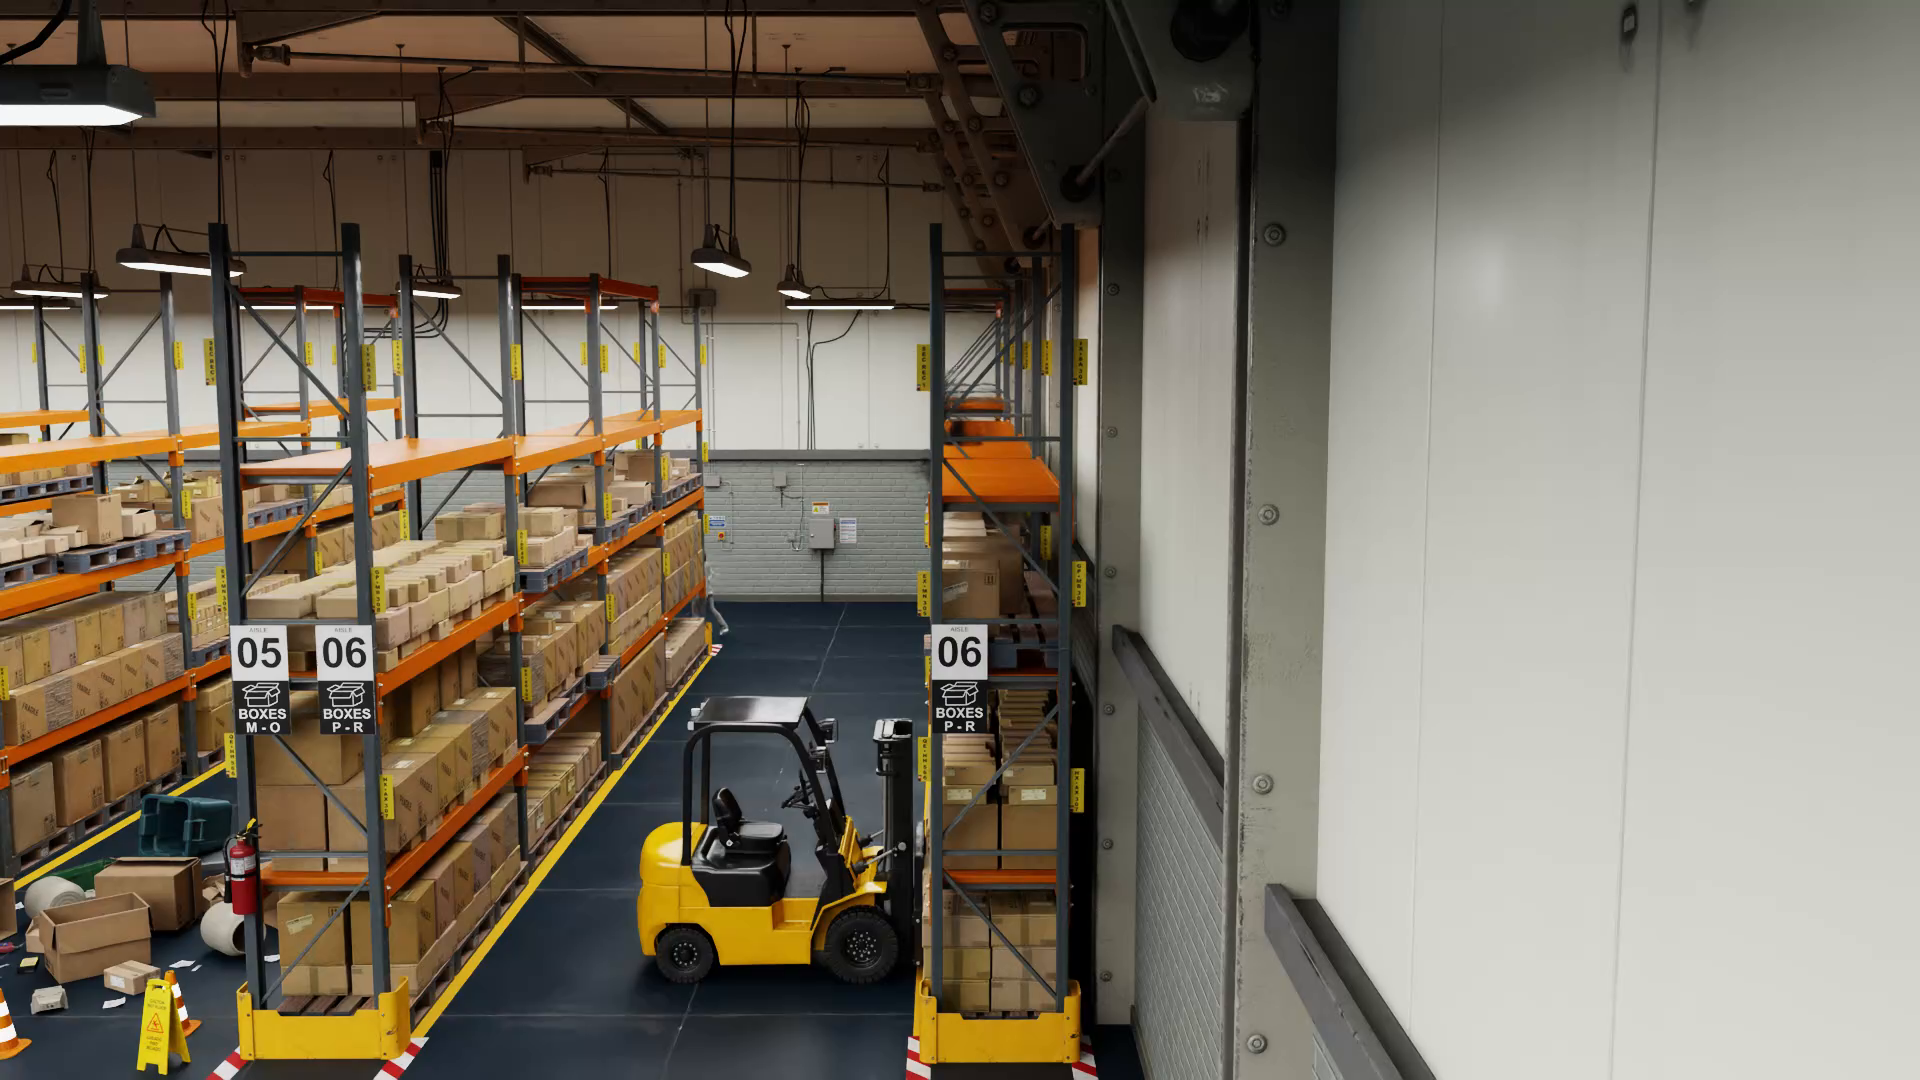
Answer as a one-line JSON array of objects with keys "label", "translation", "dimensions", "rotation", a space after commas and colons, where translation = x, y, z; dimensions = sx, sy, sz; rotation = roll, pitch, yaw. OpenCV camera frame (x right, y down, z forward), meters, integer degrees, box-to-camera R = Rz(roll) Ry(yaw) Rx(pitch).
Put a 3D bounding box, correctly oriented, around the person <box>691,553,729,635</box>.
[{"label": "person", "translation": [-4.529, 0.975, 29.280], "dimensions": [0.786, 1.589, 0.615], "rotation": [4, 8, 31]}]
